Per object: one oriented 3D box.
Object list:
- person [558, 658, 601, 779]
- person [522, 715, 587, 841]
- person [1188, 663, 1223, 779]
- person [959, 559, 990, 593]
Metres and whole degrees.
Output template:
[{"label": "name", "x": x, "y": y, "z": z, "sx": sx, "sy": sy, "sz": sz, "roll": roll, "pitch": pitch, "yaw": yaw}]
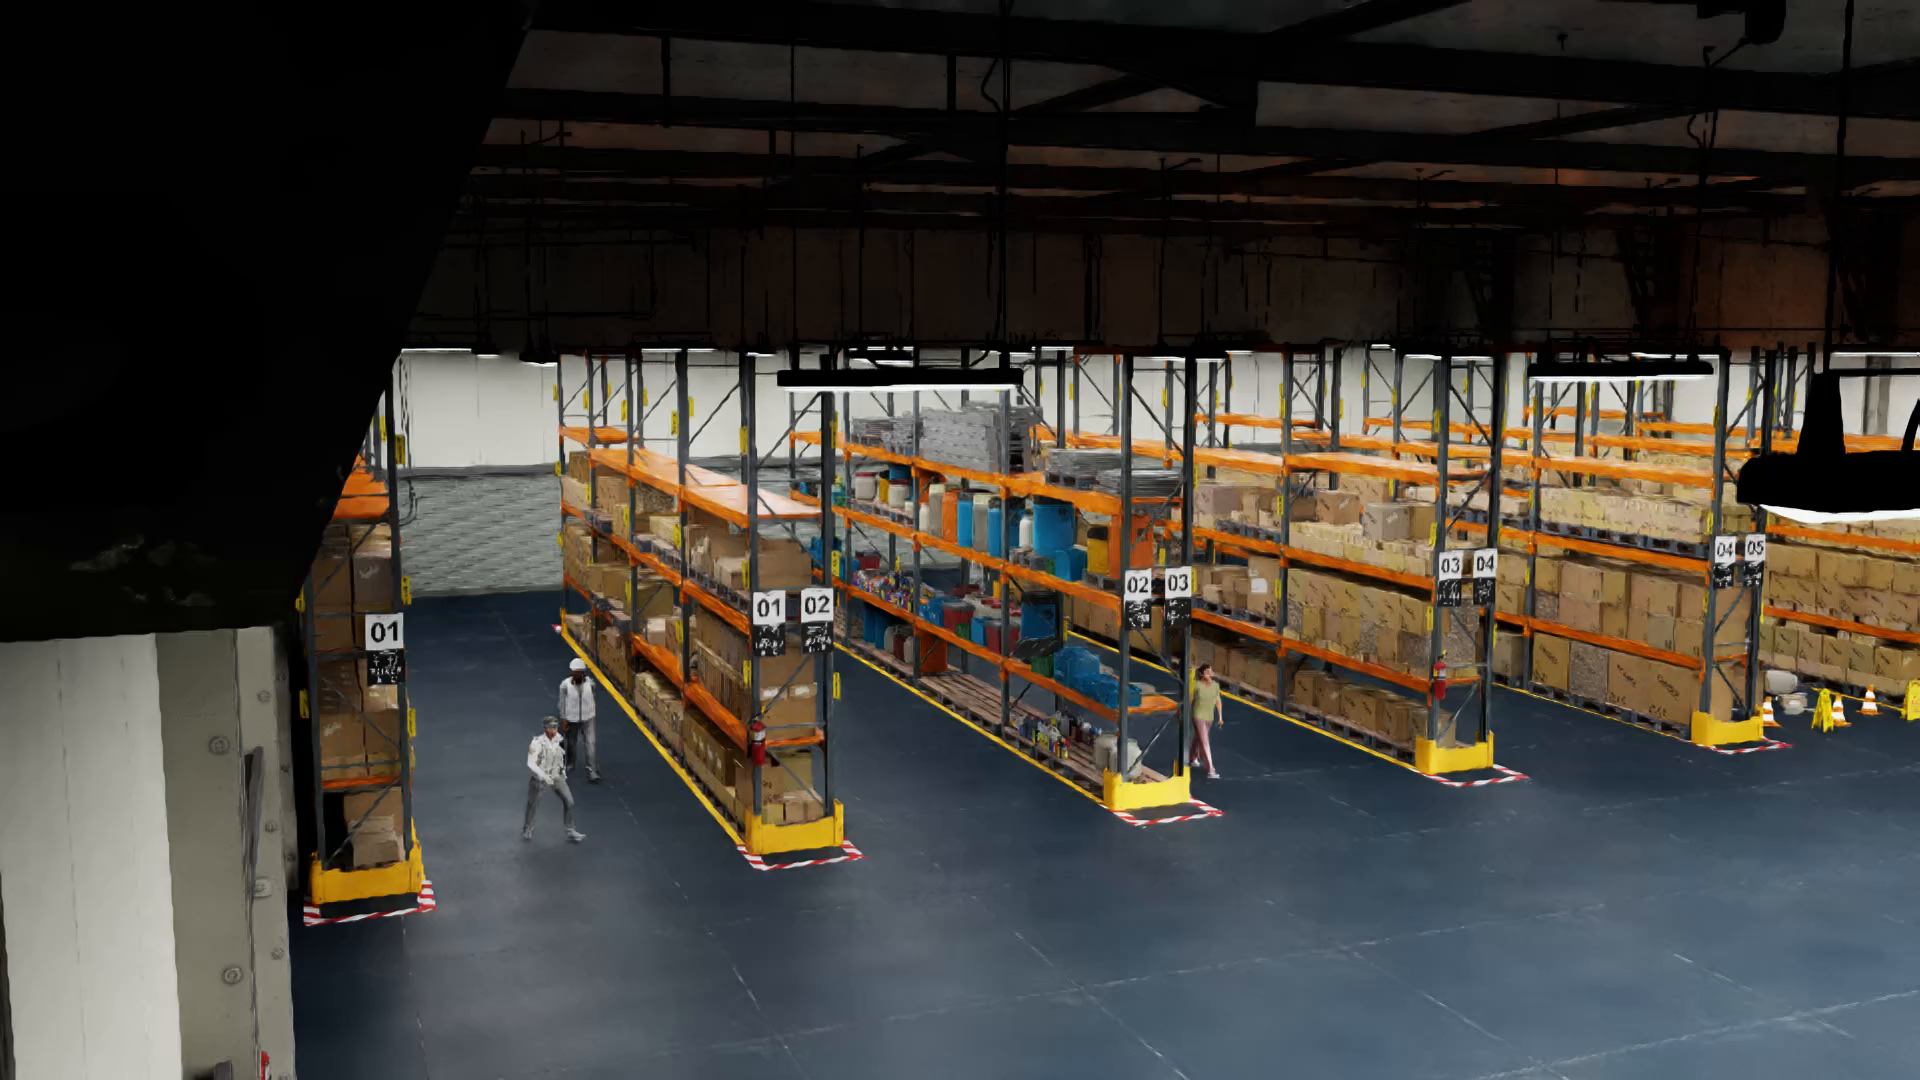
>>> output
[{"label": "person", "x": -5.404, "y": 2.493, "z": 23.534, "sx": 0.544, "sy": 1.695, "sz": 1.102, "roll": -3, "pitch": 8, "yaw": -19}, {"label": "person", "x": -5.088, "y": 2.925, "z": 20.548, "sx": 0.643, "sy": 1.612, "sz": 0.794, "roll": -6, "pitch": 9, "yaw": -38}, {"label": "person", "x": 3.494, "y": 2.531, "z": 23.653, "sx": 0.458, "sy": 1.612, "sz": 1.019, "roll": -3, "pitch": 8, "yaw": -22}, {"label": "person", "x": 0.332, "y": 0.821, "z": 36.706, "sx": 0.702, "sy": 1.735, "sz": 0.548, "roll": -3, "pitch": 8, "yaw": -23}]
